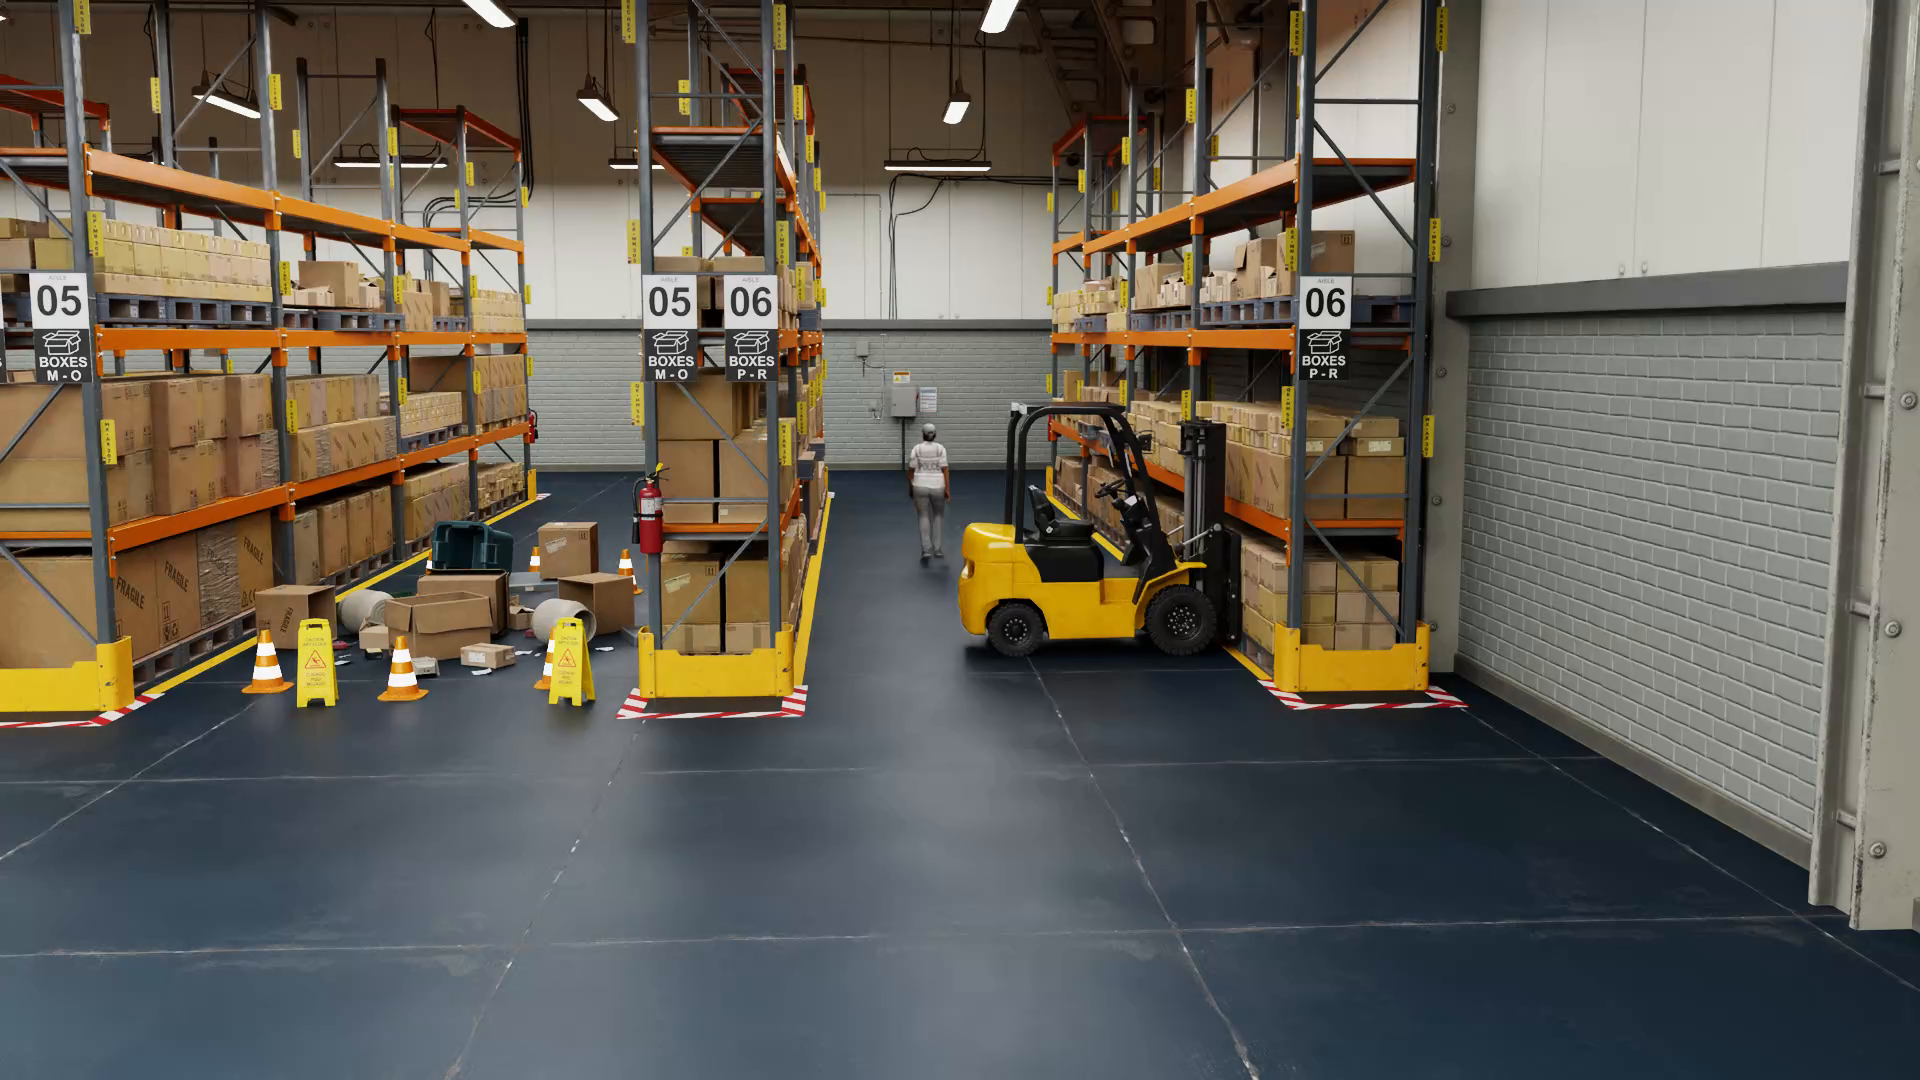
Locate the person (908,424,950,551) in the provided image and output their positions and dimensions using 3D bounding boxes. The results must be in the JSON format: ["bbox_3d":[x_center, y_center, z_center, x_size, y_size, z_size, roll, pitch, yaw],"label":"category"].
[{"bbox_3d":[-0.392,-0.663,20.655,0.514,1.567,0.530,-1,7,-6],"label":"person"}]
